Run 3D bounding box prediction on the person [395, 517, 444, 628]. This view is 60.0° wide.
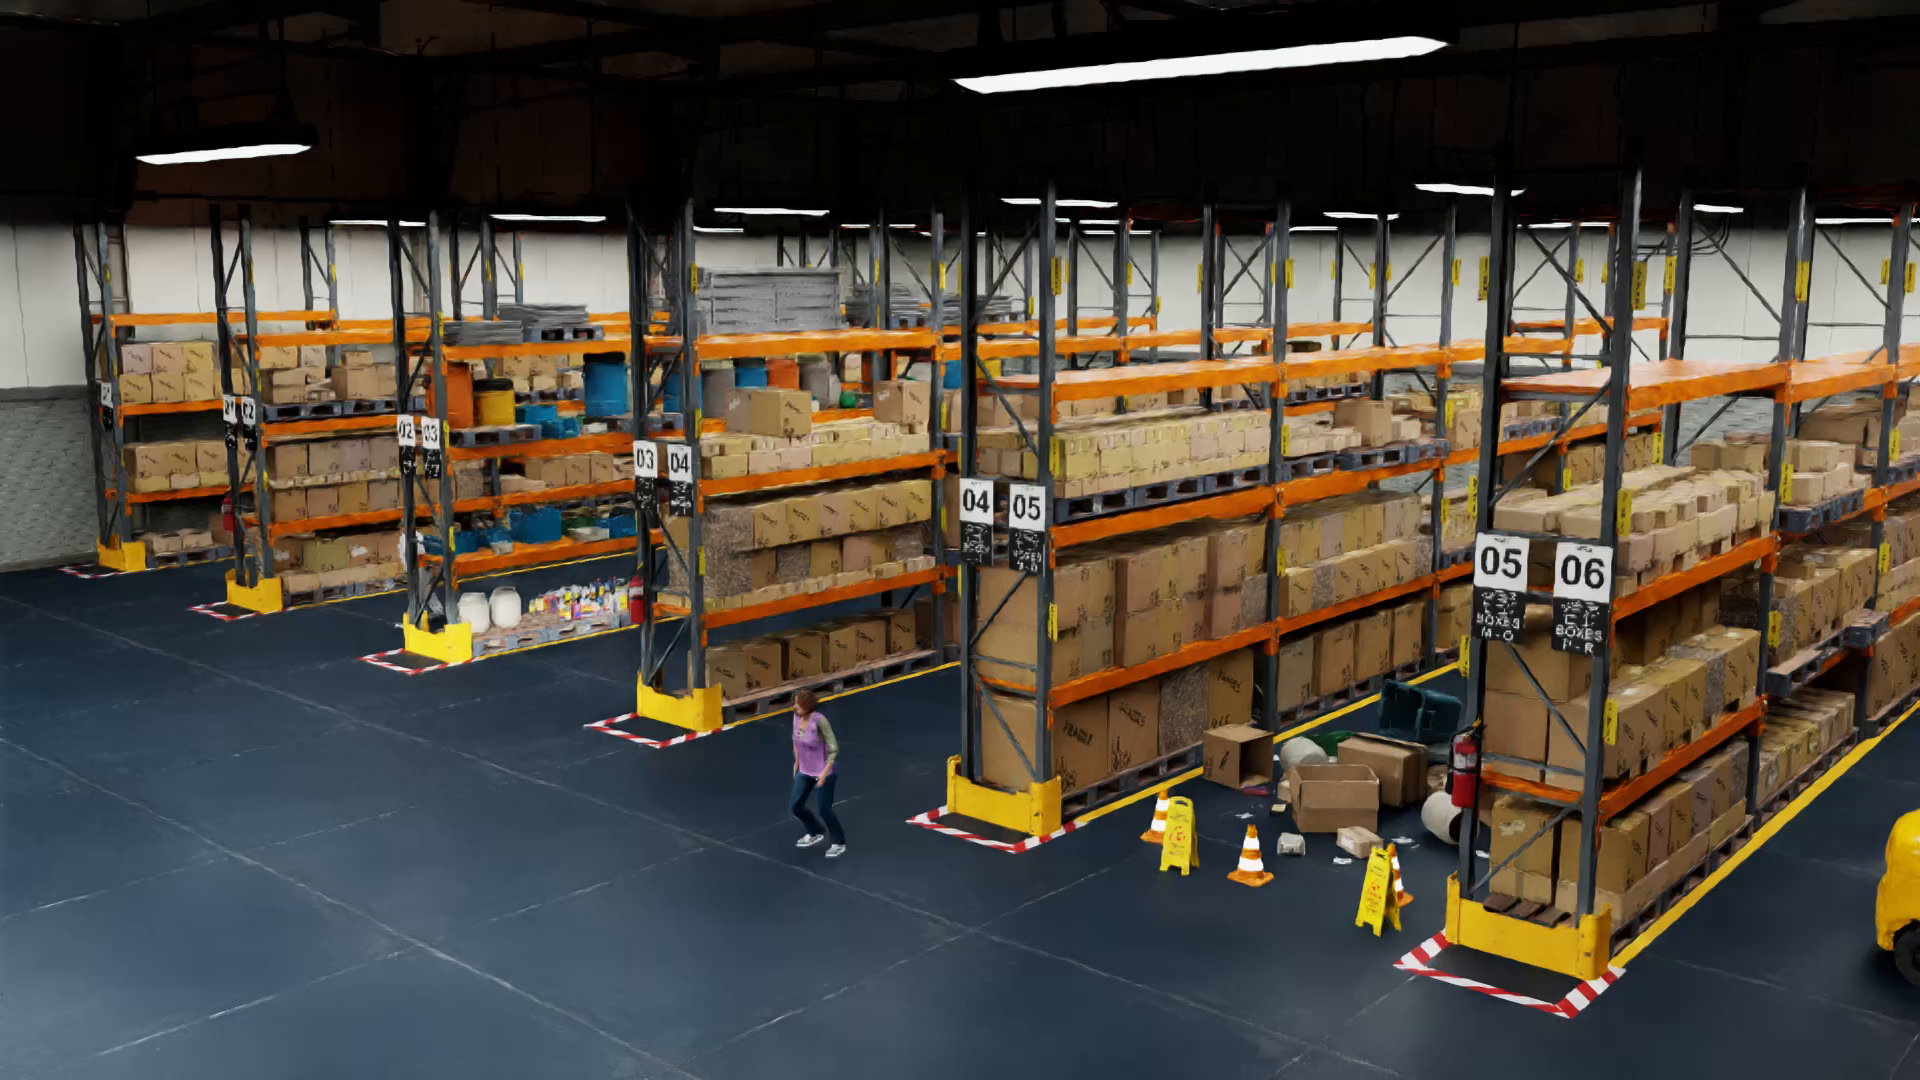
[{"bbox_3d":[-7.811,0.422,23.865,0.505,1.580,1.063,6,11,31],"label":"person"}]

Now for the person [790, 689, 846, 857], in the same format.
[{"bbox_3d":[-1.256,2.022,14.546,0.566,1.541,0.519,7,12,38],"label":"person"}]
